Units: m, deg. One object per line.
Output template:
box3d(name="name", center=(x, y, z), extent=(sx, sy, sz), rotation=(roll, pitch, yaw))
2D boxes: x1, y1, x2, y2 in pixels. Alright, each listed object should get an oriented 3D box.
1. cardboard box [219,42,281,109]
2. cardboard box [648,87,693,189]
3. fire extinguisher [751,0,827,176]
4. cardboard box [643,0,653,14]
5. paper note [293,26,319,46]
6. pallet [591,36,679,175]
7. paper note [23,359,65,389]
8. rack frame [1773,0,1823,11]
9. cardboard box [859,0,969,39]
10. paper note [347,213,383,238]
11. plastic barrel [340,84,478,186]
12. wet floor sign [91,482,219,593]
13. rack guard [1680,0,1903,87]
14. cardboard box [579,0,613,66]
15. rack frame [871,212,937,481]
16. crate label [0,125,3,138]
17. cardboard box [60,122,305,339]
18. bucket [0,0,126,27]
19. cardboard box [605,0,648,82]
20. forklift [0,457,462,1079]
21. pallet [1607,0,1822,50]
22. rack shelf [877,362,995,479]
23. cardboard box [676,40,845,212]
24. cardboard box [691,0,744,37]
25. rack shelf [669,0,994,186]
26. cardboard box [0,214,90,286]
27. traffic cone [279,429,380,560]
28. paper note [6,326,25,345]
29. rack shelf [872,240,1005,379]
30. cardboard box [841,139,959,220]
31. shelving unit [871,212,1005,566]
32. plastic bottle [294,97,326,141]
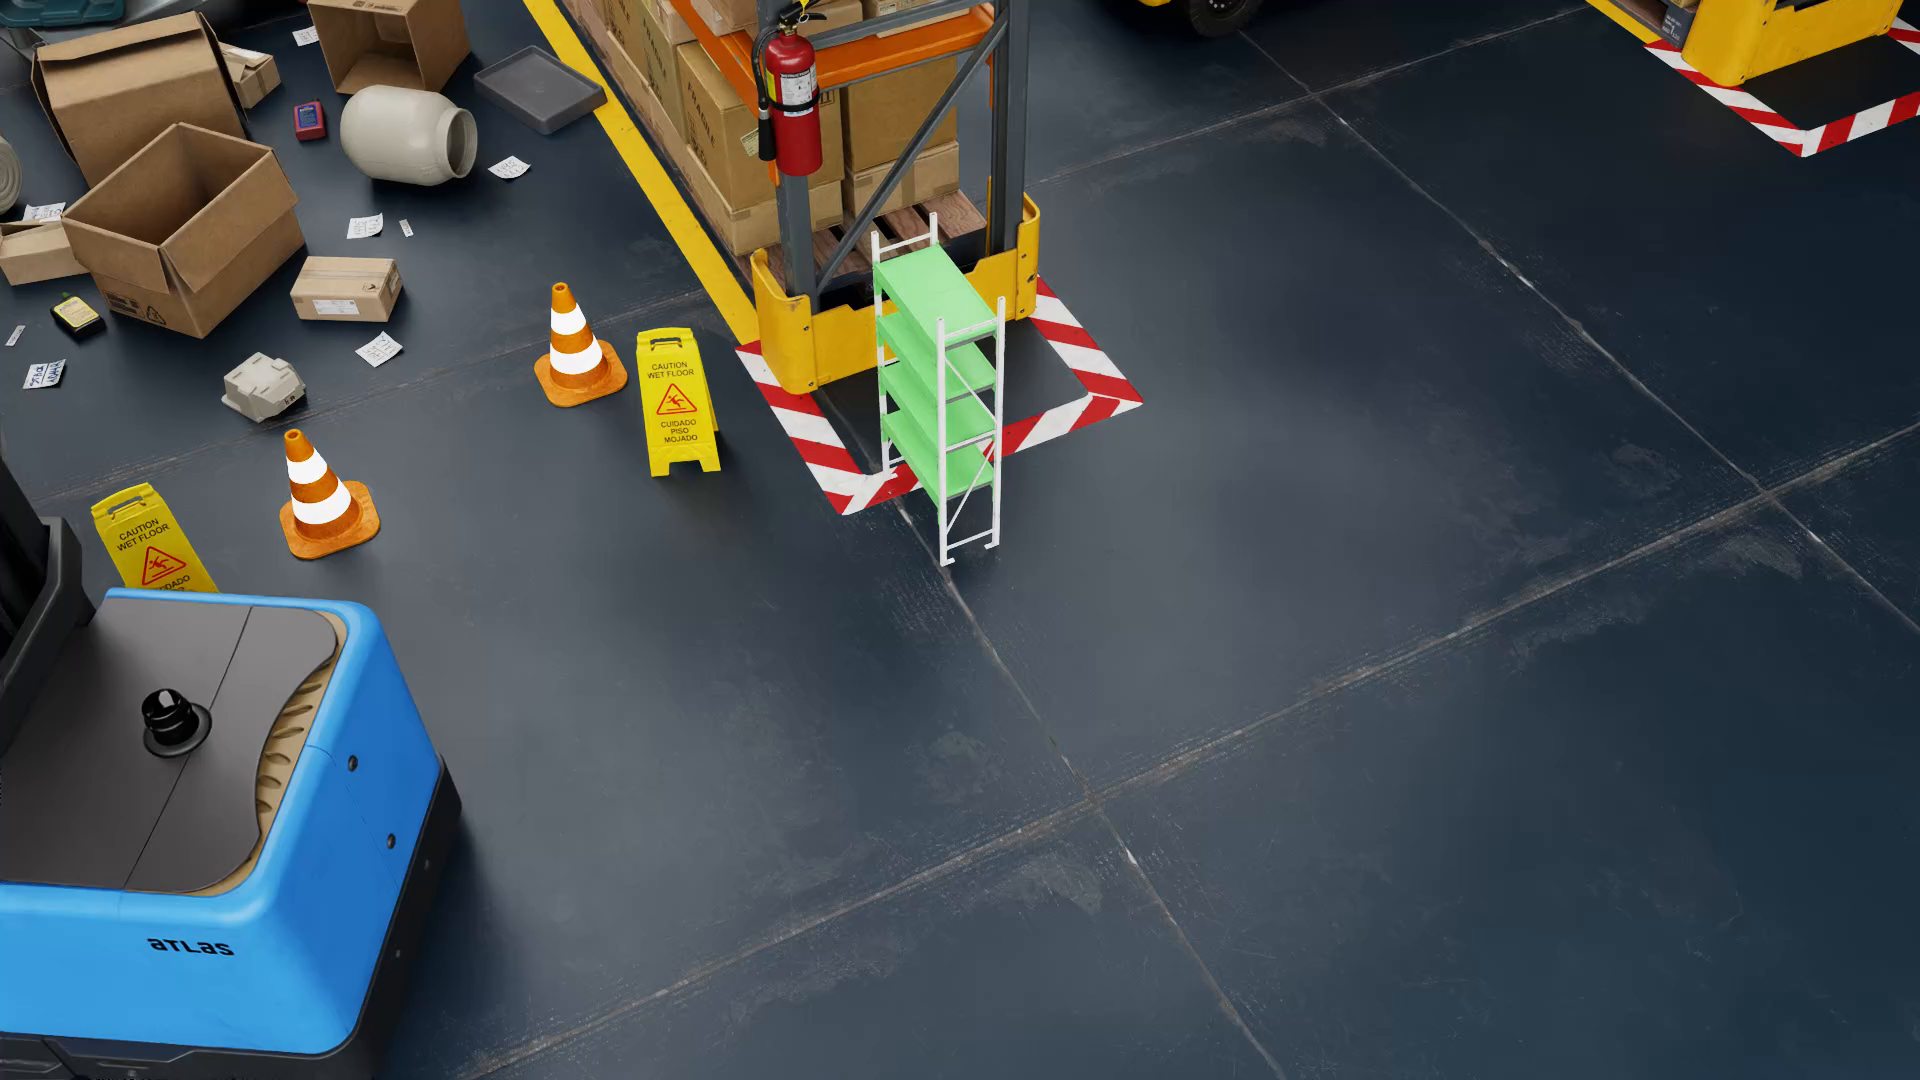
box3d(name="cardboard box", center=(-3.582, -2.320, 8.102), extent=(0.396, 0.266, 0.258), rotation=(18, 51, 15))
box3d(name="cardboard box", center=(-1.055, -1.858, 7.430), extent=(0.500, 0.250, 0.500), rotation=(-21, 52, -17))
box3d(name="fire extinguisher", center=(-0.573, -1.566, 5.679), extent=(0.296, 0.674, 0.183), rotation=(-21, 52, -18))
box3d(name="cardboard box", center=(-1.154, -2.359, 6.939), extent=(0.380, 0.149, 0.250), rotation=(-20, 52, -17))
box3d(name="paper note", center=(-3.321, -2.585, 8.490), extent=(0.148, 0.019, 0.142), rotation=(-21, 52, -18))
box3d(name="pallet", center=(-1.146, -2.331, 8.149), extent=(1.003, 0.211, 1.213), rotation=(-21, 52, -18))
box3d(name="paper note", center=(-3.760, -0.683, 6.828), extent=(0.144, 0.017, 0.142), rotation=(-5, 49, -5))
box3d(name="rack frame", center=(4.196, -3.539, 7.353), extent=(1.000, 3.000, 0.127), rotation=(-21, 52, -18))
box3d(name="cardboard box", center=(-0.187, -2.043, 6.211), extent=(0.380, 0.149, 0.250), rotation=(-21, 52, -17))
box3d(name="paper note", center=(-2.674, -1.413, 7.473), extent=(0.148, 0.019, 0.142), rotation=(-5, 49, -5))
box3d(name="plastic barrel", center=(-2.507, -1.840, 7.578), extent=(0.512, 0.421, 0.421), rotation=(10, 50, 8))
box3d(name="wet floor sign", center=(-2.797, 0.058, 5.771), extent=(0.267, 0.644, 0.232), rotation=(-30, 55, -23))
box3d(name="rack guard", center=(4.207, -2.700, 8.280), extent=(1.175, 0.500, 0.348), rotation=(-21, 52, -18))
box3d(name="cardboard box", center=(-1.517, -2.542, 8.028), extent=(0.500, 0.250, 0.500), rotation=(-22, 52, -18))
box3d(name="rack frame", center=(-0.187, -0.669, 6.038), extent=(0.240, 1.200, 0.015), rotation=(-21, 52, -18))
box3d(name="crate label", center=(-4.671, -1.894, 7.815), extent=(0.250, 0.136, 0.298), rotation=(18, 51, 15))
box3d(name="cardboard box", center=(-3.271, -1.309, 7.060), extent=(0.637, 0.503, 0.797), rotation=(18, 51, 15))
box3d(name="bucket", center=(-4.289, -2.857, 7.921), extent=(0.726, 0.611, 0.620), rotation=(-5, 39, -5))
box3d(name="cardboard box", center=(-1.281, -2.442, 7.442), extent=(0.500, 0.500, 0.500), rotation=(-22, 52, -18))
box3d(name="forklift", center=(-3.157, 0.198, 4.129), extent=(3.031, 2.935, 1.130), rotation=(3, 49, 3))
box3d(name="pallet", center=(3.809, -3.119, 8.837), extent=(1.003, 0.211, 1.213), rotation=(-21, 52, -18))
box3d(name="rack shelf", center=(-0.076, -0.464, 5.943), extent=(0.258, 0.148, 0.480), rotation=(-21, 52, -18))
box3d(name="cardboard box", center=(-0.815, -1.753, 6.840), extent=(0.500, 0.500, 0.500), rotation=(-21, 52, -17))
box3d(name="cardboard box", center=(-0.792, -2.052, 6.219), extent=(0.380, 0.149, 0.250), rotation=(-22, 52, -18))
box3d(name="rack shelf", center=(-1.131, -2.929, 7.297), extent=(1.077, 0.370, 4.000), rotation=(-21, 52, -18))
box3d(name="cardboard box", center=(-3.977, -1.316, 7.224), extent=(0.396, 0.266, 0.258), rotation=(-13, 50, -11))
box3d(name="traffic cone", center=(-2.391, -0.226, 6.140), extent=(0.336, 0.463, 0.334), rotation=(-21, 52, -18))
box3d(name="paper note", center=(-3.973, -0.861, 6.996), extent=(0.032, 0.001, 0.123), rotation=(2, 49, 2))
box3d(name="rack shelf", center=(-0.076, -0.780, 5.582), extent=(0.258, 0.148, 0.480), rotation=(-21, 52, -18))
box3d(name="cardboard box", center=(-0.339, -1.695, 7.288), extent=(0.500, 0.250, 0.500), rotation=(-22, 52, -18))
box3d(name="shelving unit", center=(-0.076, -0.506, 5.895), extent=(0.258, 1.200, 0.503), rotation=(-21, 52, -18))
box3d(name="plastic bottle", center=(-3.124, -2.027, 7.982), extent=(0.133, 0.061, 0.283), rotation=(-13, 50, -11))
